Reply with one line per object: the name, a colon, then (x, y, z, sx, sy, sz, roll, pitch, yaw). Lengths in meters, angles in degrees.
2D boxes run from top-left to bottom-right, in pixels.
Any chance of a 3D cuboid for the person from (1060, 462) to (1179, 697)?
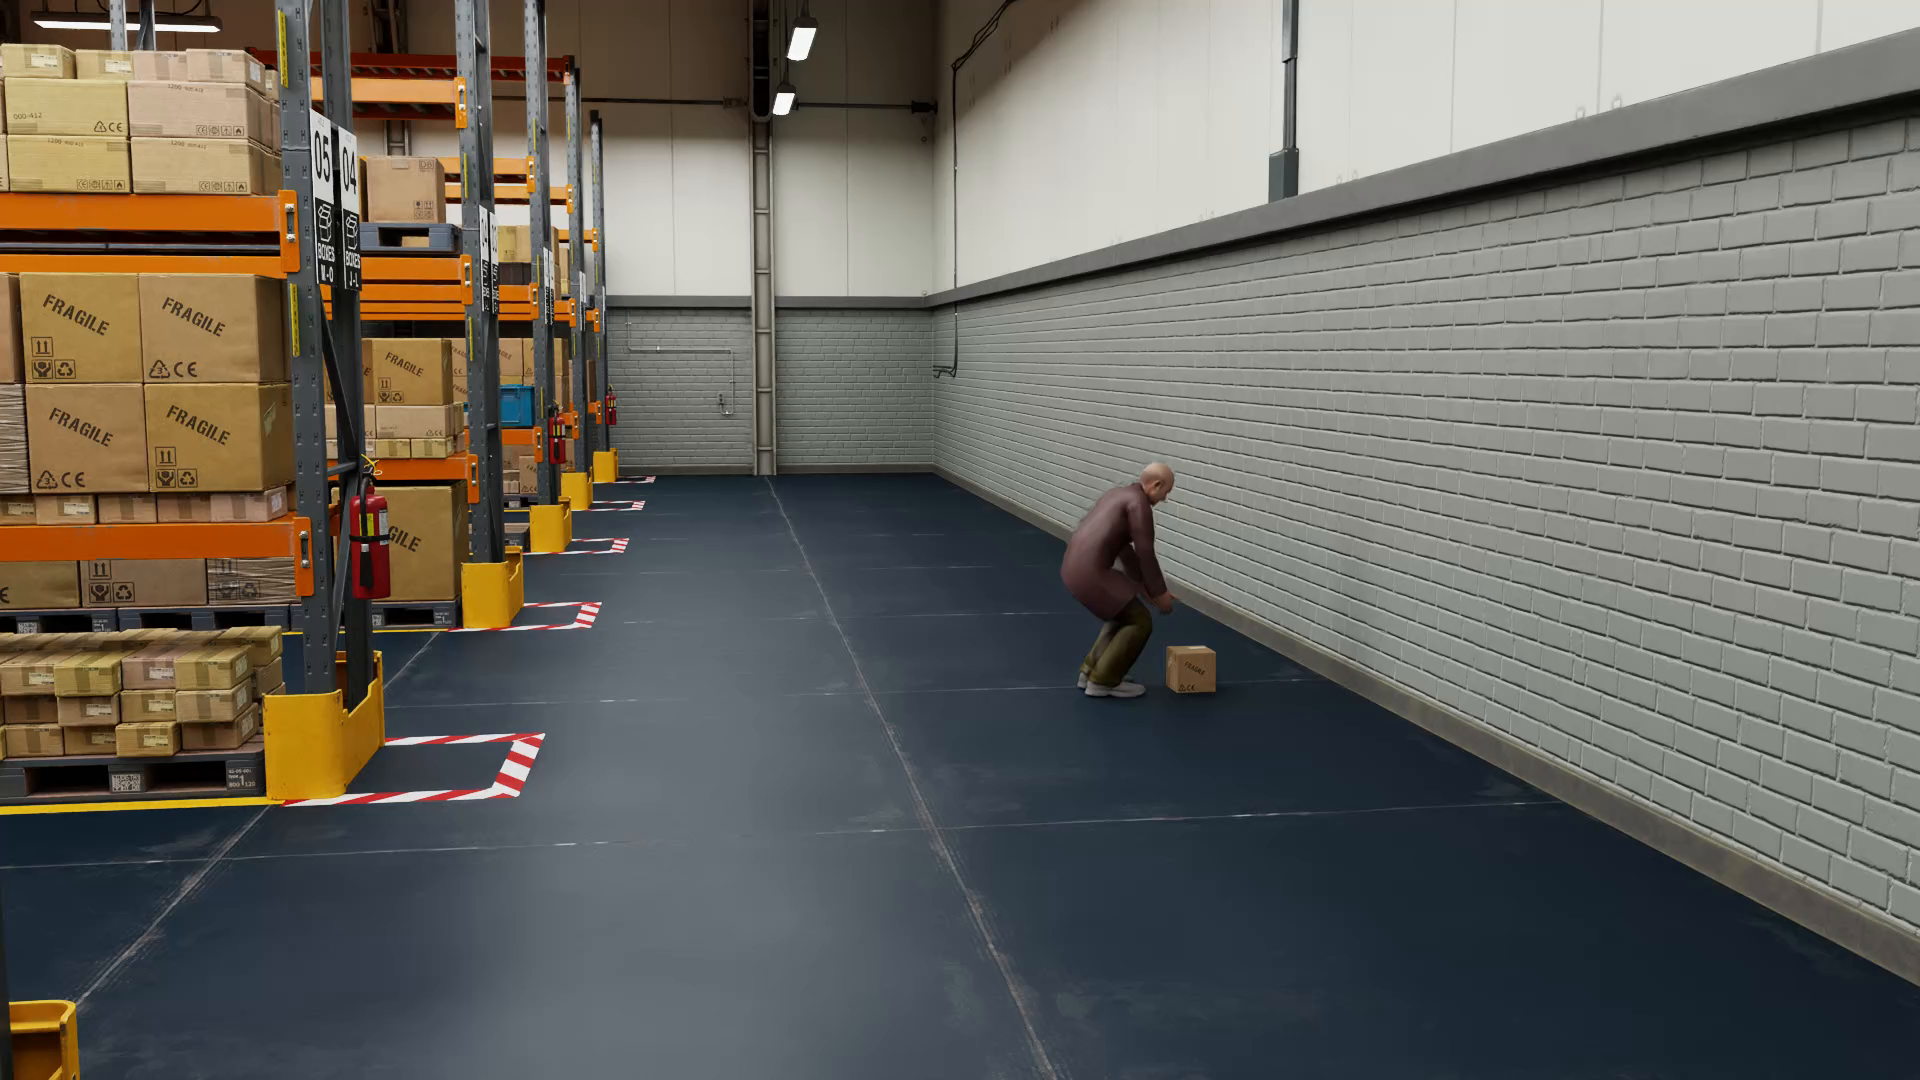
person: (0.973, 0.237, 10.300, 0.719, 1.416, 0.632, -1, 6, -9)
